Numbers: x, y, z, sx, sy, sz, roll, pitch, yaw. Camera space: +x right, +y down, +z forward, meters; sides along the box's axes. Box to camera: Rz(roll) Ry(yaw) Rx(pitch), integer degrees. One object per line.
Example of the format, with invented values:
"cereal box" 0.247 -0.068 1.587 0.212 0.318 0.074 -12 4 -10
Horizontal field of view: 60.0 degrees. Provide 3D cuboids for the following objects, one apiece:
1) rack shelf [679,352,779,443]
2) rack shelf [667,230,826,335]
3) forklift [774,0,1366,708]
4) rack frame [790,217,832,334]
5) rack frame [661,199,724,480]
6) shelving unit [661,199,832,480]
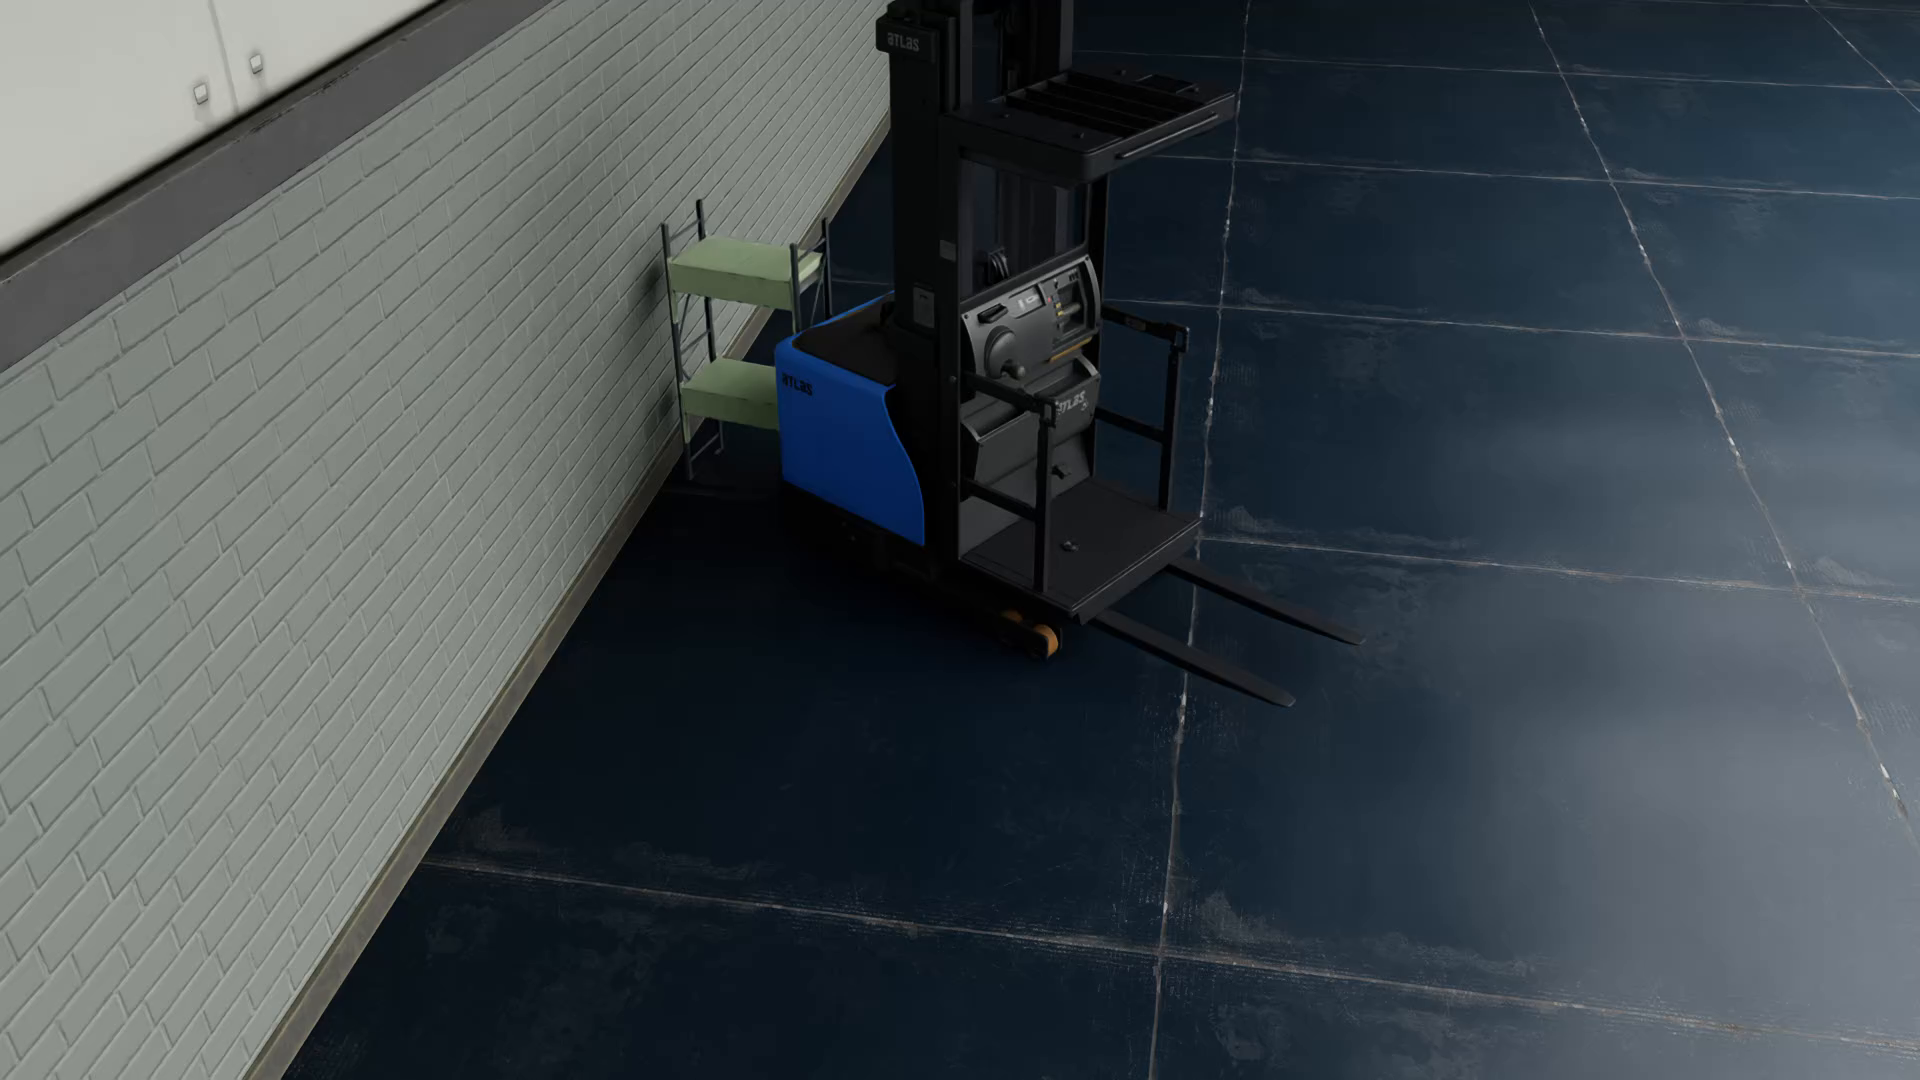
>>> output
"rack shelf" -1.105 -0.723 9.106 0.720 0.370 0.431 12 34 18
"rack shelf" -1.105 -1.330 8.726 0.720 0.370 0.431 12 34 18
"forklift" 0.497 -0.994 7.575 3.031 2.935 1.130 25 40 34
"rack frame" -0.763 -0.929 8.821 0.023 1.500 0.400 12 34 18
"rack frame" -1.446 -1.069 9.045 0.023 1.500 0.400 12 34 18
"shelving unit" -1.105 -0.999 8.933 0.755 1.500 0.431 12 34 18
